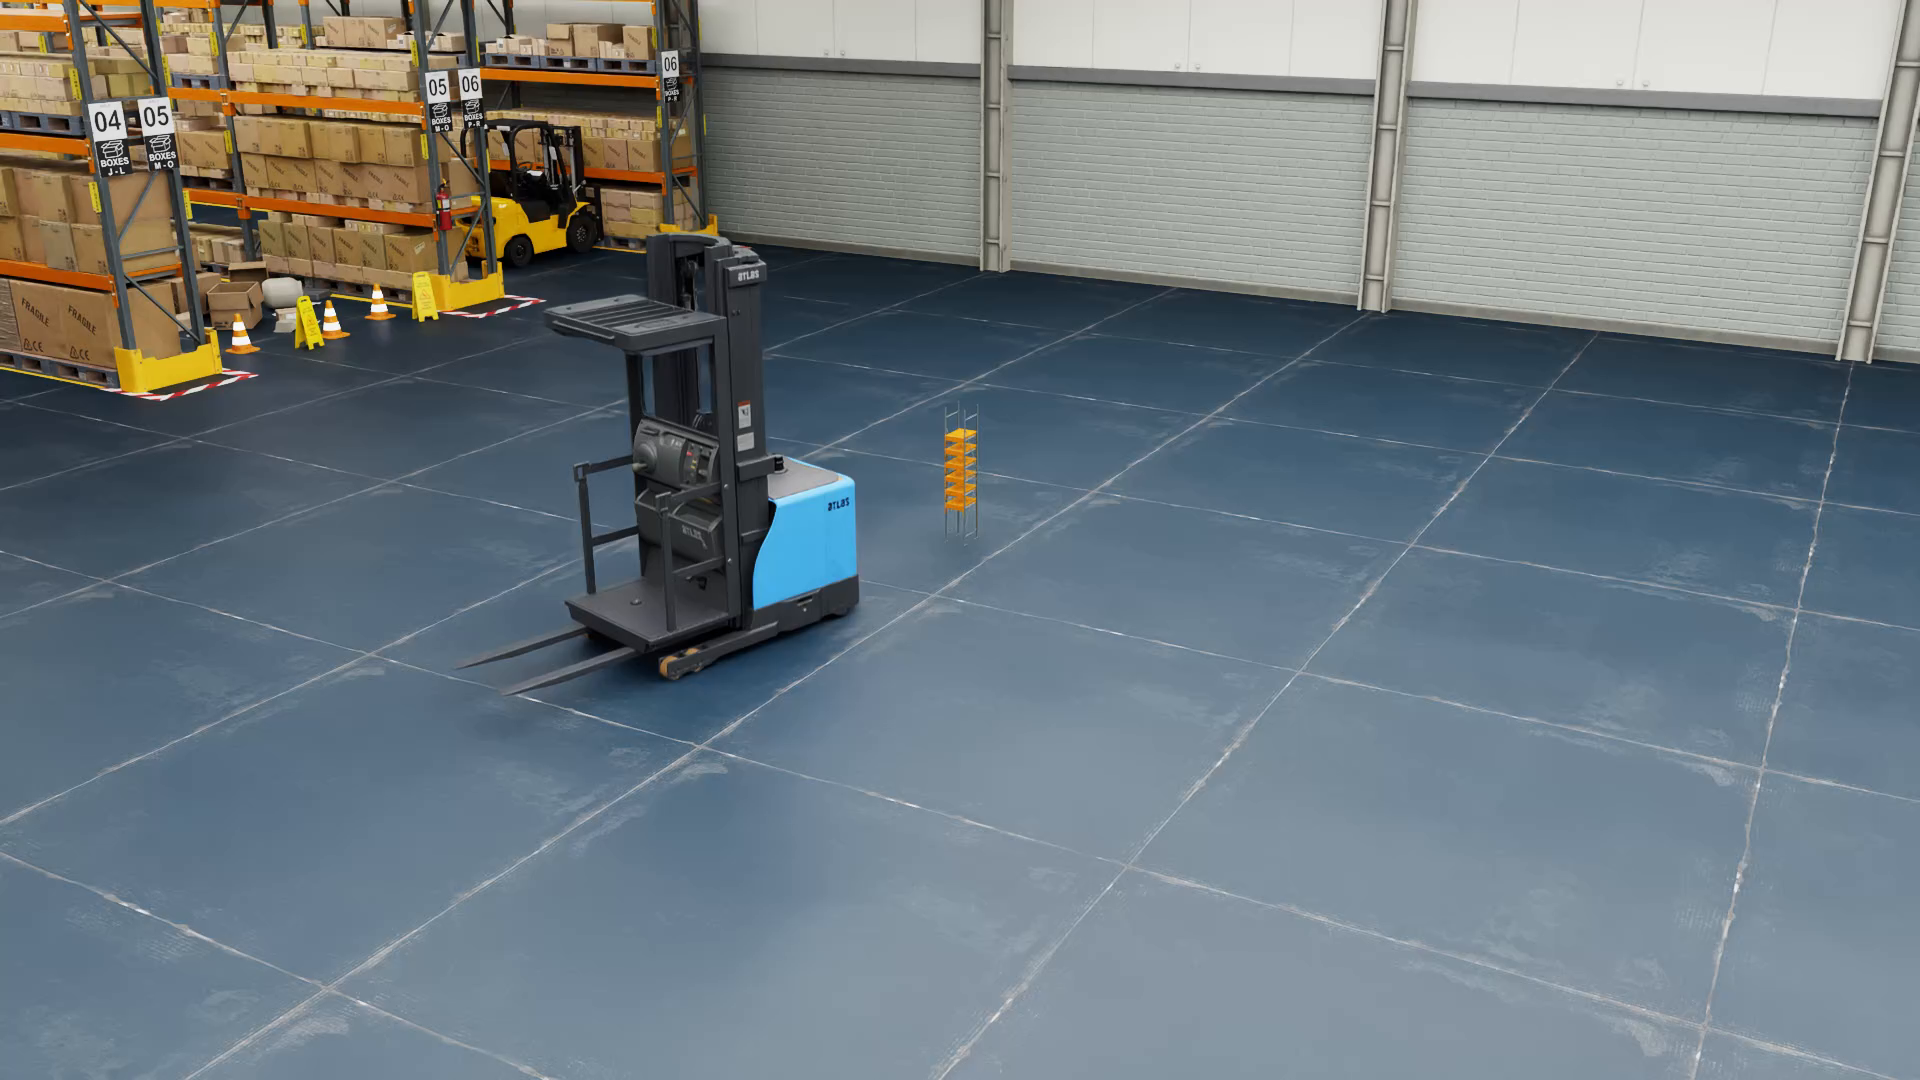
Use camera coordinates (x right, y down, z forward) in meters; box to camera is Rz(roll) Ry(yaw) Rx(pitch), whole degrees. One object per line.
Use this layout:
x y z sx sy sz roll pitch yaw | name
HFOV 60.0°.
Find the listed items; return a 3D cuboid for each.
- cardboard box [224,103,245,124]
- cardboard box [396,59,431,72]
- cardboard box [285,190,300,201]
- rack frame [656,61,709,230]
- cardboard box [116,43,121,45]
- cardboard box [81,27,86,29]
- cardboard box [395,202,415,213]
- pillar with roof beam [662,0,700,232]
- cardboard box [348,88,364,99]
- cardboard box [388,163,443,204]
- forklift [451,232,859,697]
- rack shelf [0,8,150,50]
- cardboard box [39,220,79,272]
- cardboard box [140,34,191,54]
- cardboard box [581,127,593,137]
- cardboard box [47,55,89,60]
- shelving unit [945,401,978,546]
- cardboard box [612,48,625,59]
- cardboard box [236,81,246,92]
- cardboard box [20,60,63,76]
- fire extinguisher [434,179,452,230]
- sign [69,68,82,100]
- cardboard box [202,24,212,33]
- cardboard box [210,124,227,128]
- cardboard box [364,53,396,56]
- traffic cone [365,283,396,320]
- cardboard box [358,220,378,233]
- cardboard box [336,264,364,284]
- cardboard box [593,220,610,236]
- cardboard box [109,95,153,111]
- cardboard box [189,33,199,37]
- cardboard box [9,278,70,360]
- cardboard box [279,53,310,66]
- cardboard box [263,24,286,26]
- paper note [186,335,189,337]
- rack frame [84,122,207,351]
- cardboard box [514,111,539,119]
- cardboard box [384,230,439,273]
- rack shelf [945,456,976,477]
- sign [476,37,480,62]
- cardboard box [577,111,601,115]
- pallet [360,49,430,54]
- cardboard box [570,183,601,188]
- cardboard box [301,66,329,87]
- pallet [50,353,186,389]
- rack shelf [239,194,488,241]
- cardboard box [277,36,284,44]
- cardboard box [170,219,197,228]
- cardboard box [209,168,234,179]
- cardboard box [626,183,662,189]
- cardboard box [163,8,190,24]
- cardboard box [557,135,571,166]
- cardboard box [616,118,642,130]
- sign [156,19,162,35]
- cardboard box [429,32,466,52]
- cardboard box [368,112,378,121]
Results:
-13.541 -8.129 31.613 0.500 0.500 0.700 11 23 27 | cardboard box
-7.372 -6.409 22.436 0.250 0.149 0.380 11 23 28 | cardboard box
-9.615 -5.060 24.284 0.250 0.149 0.380 12 23 29 | cardboard box
-4.516 -6.252 27.203 0.127 3.000 1.000 11 23 27 | rack frame
-16.323 -9.696 32.666 0.250 0.149 0.380 12 23 29 | cardboard box
-17.339 -10.309 33.039 0.500 0.250 0.500 10 22 26 | cardboard box
-7.639 -4.664 23.191 0.250 0.149 0.380 10 22 27 | cardboard box
-6.783 -8.175 23.706 0.400 9.000 9.100 11 23 27 | pillar with roof beam
-8.259 -6.217 23.076 0.250 0.149 0.380 11 22 27 | cardboard box
-7.541 -4.969 23.082 0.500 0.500 0.500 10 22 26 | cardboard box
-2.173 -0.594 11.703 1.130 2.935 3.031 19 27 41 | forklift
-11.005 -5.910 19.103 4.000 0.370 1.077 11 23 27 | rack shelf
-10.096 -3.487 19.360 0.550 0.550 0.875 11 23 27 | cardboard box
-11.895 -7.433 24.929 0.500 0.250 0.500 11 23 28 | cardboard box
-6.087 -6.785 27.572 0.250 0.149 0.380 11 23 28 | cardboard box
-10.282 -5.515 19.206 0.250 0.149 0.380 10 22 26 | cardboard box
0.013 -0.562 14.154 0.189 1.200 0.258 11 23 27 | shelving unit
-5.387 -7.836 26.776 0.250 0.149 0.380 10 22 26 | cardboard box
-10.271 -6.605 24.145 0.250 0.149 0.380 10 22 26 | cardboard box
-10.159 -5.235 18.435 0.250 0.149 0.380 11 23 28 | cardboard box
-7.058 -4.582 22.710 0.183 0.674 0.296 11 23 27 | fire extinguisher
-9.536 -4.914 17.931 0.005 0.325 0.100 11 23 27 | sign
-13.987 -9.606 31.219 0.250 0.149 0.380 11 23 28 | cardboard box
-11.557 -6.156 25.739 0.500 0.500 0.500 11 22 27 | cardboard box
-8.194 -6.802 23.519 0.250 0.149 0.380 11 23 29 | cardboard box
-7.938 -3.269 22.699 0.334 0.463 0.336 11 23 27 | traffic cone
-8.331 -4.476 23.671 0.250 0.149 0.380 11 23 28 | cardboard box
-8.678 -3.907 24.154 0.500 0.250 0.500 10 22 25 | cardboard box
-5.942 -5.313 28.029 0.500 0.250 0.500 11 23 28 | cardboard box
-9.402 -4.973 18.882 0.250 0.149 0.380 11 23 28 | cardboard box
-14.268 -9.483 31.315 0.250 0.149 0.380 11 23 28 | cardboard box
-10.652 -2.721 19.968 0.875 0.875 0.875 10 22 26 | cardboard box
-9.384 -6.798 23.506 0.250 0.149 0.380 10 22 26 | cardboard box
-12.822 -9.586 31.193 0.250 0.149 0.380 11 22 27 | cardboard box
-10.076 -2.667 21.702 0.032 0.001 0.123 -11 23 -29 | paper note
-9.259 -3.284 19.019 0.127 3.000 1.000 11 23 27 | rack frame
-7.375 -7.212 28.313 0.250 0.149 0.380 10 22 26 | cardboard box
-7.760 -4.087 23.550 0.500 0.500 0.500 11 23 28 | cardboard box
0.013 -0.633 14.128 0.180 0.103 0.258 11 23 27 | rack shelf
-6.669 -6.757 22.912 0.005 0.325 0.100 11 23 27 | sign
-6.273 -7.172 28.205 0.250 0.149 0.380 12 23 29 | cardboard box
-9.886 -8.633 29.643 1.213 0.211 1.003 12 23 30 | pallet
-6.402 -5.862 28.076 0.500 0.250 0.500 10 22 26 | cardboard box
-8.847 -6.511 23.299 0.500 0.250 0.500 11 23 28 | cardboard box
-9.995 -2.082 19.797 1.213 0.211 1.003 11 23 27 | pallet
-8.679 -4.769 24.167 4.000 0.370 1.077 11 23 27 | rack shelf
-12.360 -9.197 30.558 0.250 0.149 0.380 11 23 28 | cardboard box
-12.781 -4.849 26.573 0.625 0.372 0.950 10 22 26 | cardboard box
-11.009 -5.522 24.942 0.250 0.149 0.380 11 23 28 | cardboard box
-5.281 -5.846 28.031 0.500 0.250 0.500 11 23 27 | cardboard box
-14.899 -9.965 31.601 0.258 0.266 0.396 11 22 27 | cardboard box
-6.413 -6.558 27.897 0.500 0.500 0.500 11 23 28 | cardboard box
-5.403 -6.808 27.201 0.250 0.149 0.380 11 23 28 | cardboard box
-15.250 -9.738 31.656 0.005 0.325 0.100 11 23 27 | sign
-8.758 -8.578 28.584 0.500 0.311 0.500 10 22 26 | cardboard box
-10.426 -7.642 29.937 0.250 0.149 0.380 11 23 28 | cardboard box
